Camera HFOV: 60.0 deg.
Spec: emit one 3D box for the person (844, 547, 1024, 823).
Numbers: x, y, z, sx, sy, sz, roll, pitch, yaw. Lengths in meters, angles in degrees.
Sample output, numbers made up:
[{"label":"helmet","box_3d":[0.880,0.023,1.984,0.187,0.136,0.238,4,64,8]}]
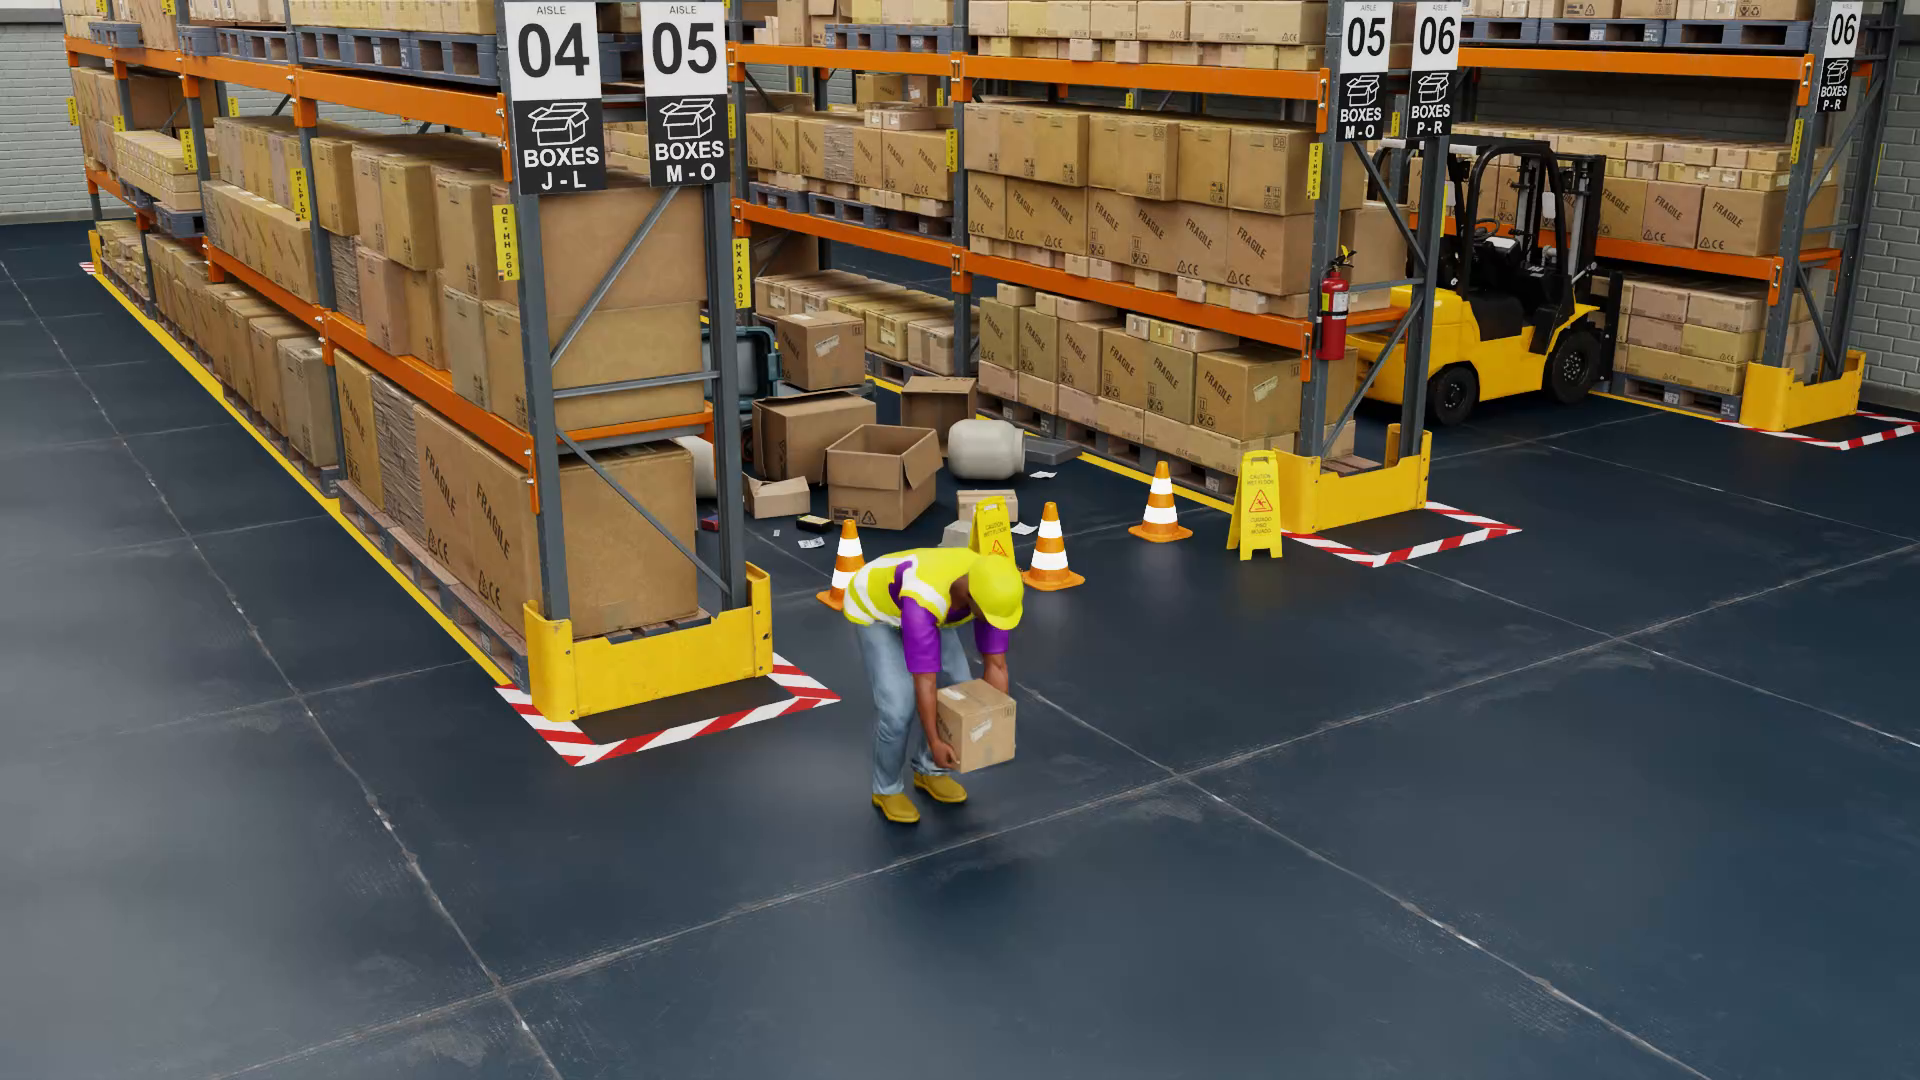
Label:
[{"label":"person","box_3d":[-0.074,0.555,6.666,0.497,1.232,0.945,-12,22,-34]}]
